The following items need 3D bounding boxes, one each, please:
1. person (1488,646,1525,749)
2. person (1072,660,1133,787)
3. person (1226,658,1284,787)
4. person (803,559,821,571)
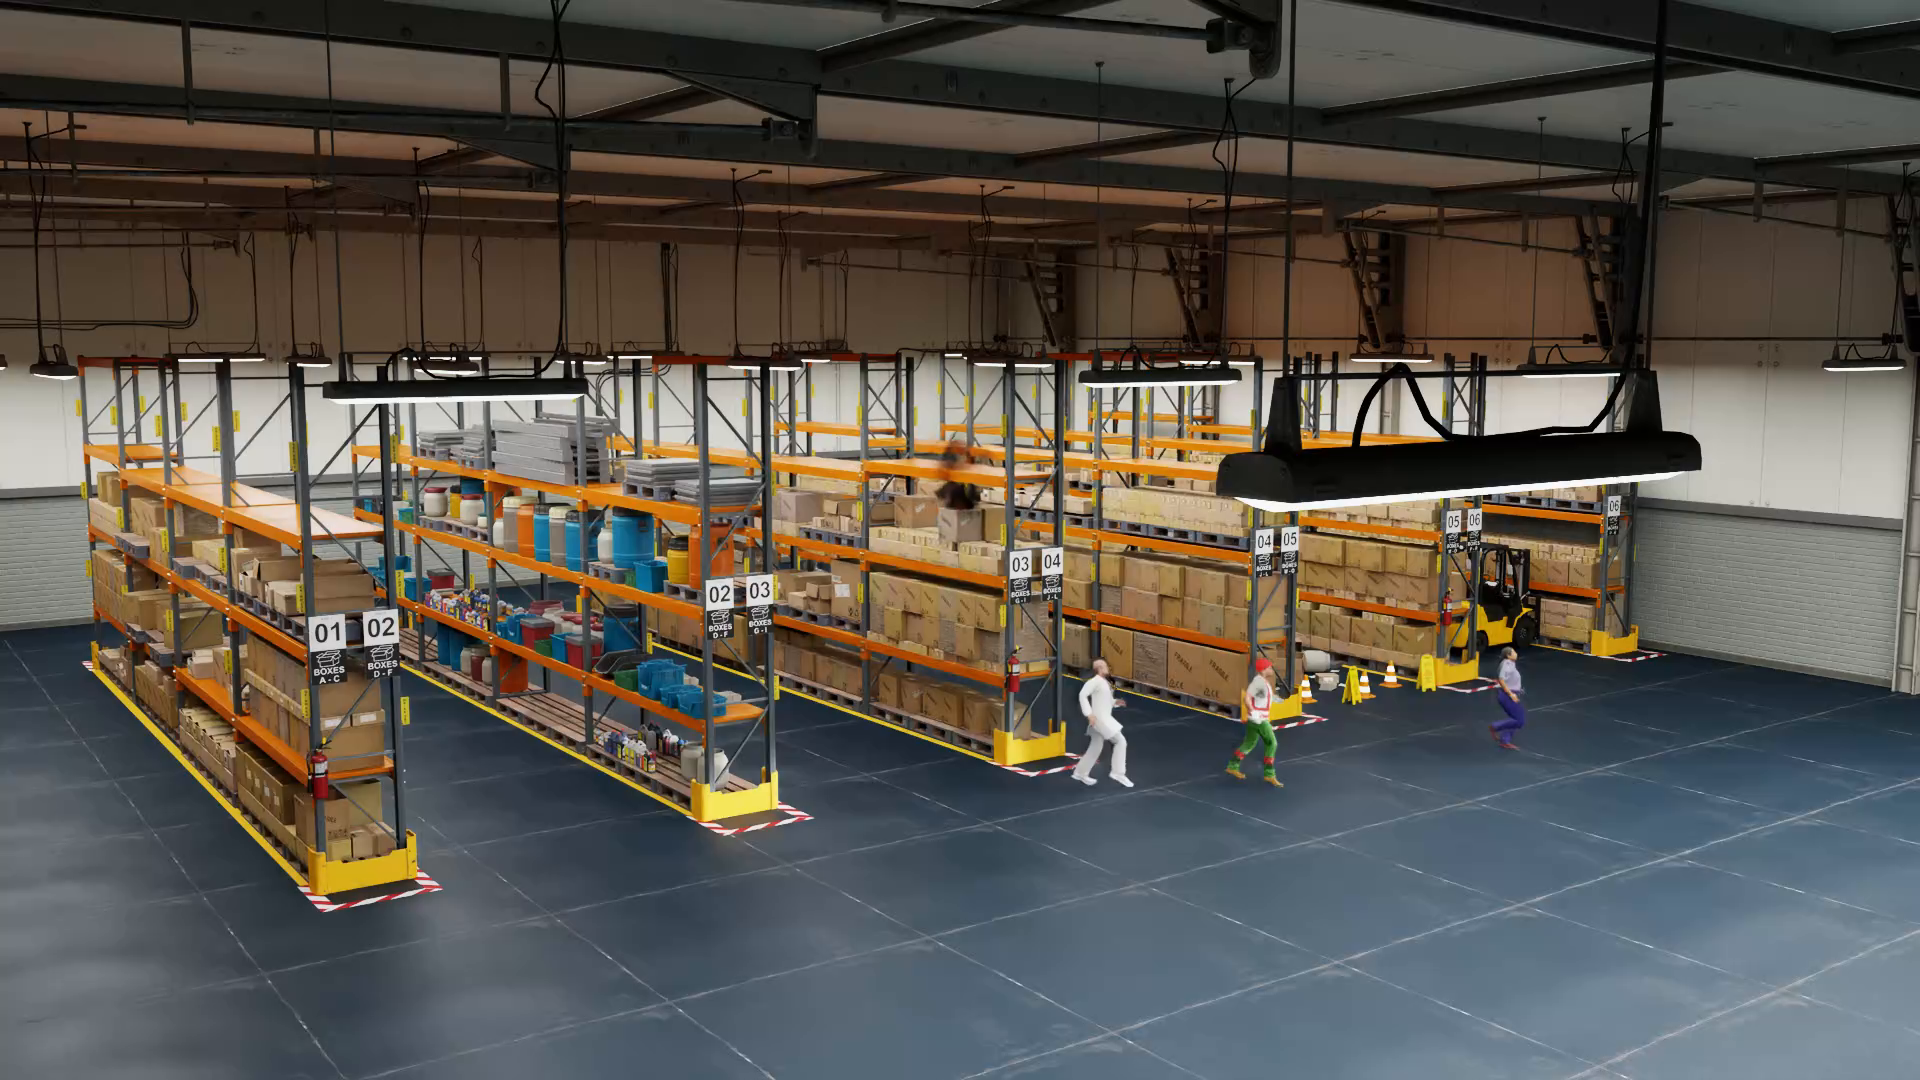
[{"bbox_3d":[8.457,2.439,25.715,0.550,1.607,0.615,1,7,11],"label":"person"},{"bbox_3d":[2.025,2.582,23.629,0.871,1.767,0.679,0,7,3],"label":"person"},{"bbox_3d":[4.199,2.579,23.655,0.814,1.834,0.643,0,7,3],"label":"person"},{"bbox_3d":[-3.768,0.417,42.033,0.815,1.642,0.677,3,7,22],"label":"person"}]
